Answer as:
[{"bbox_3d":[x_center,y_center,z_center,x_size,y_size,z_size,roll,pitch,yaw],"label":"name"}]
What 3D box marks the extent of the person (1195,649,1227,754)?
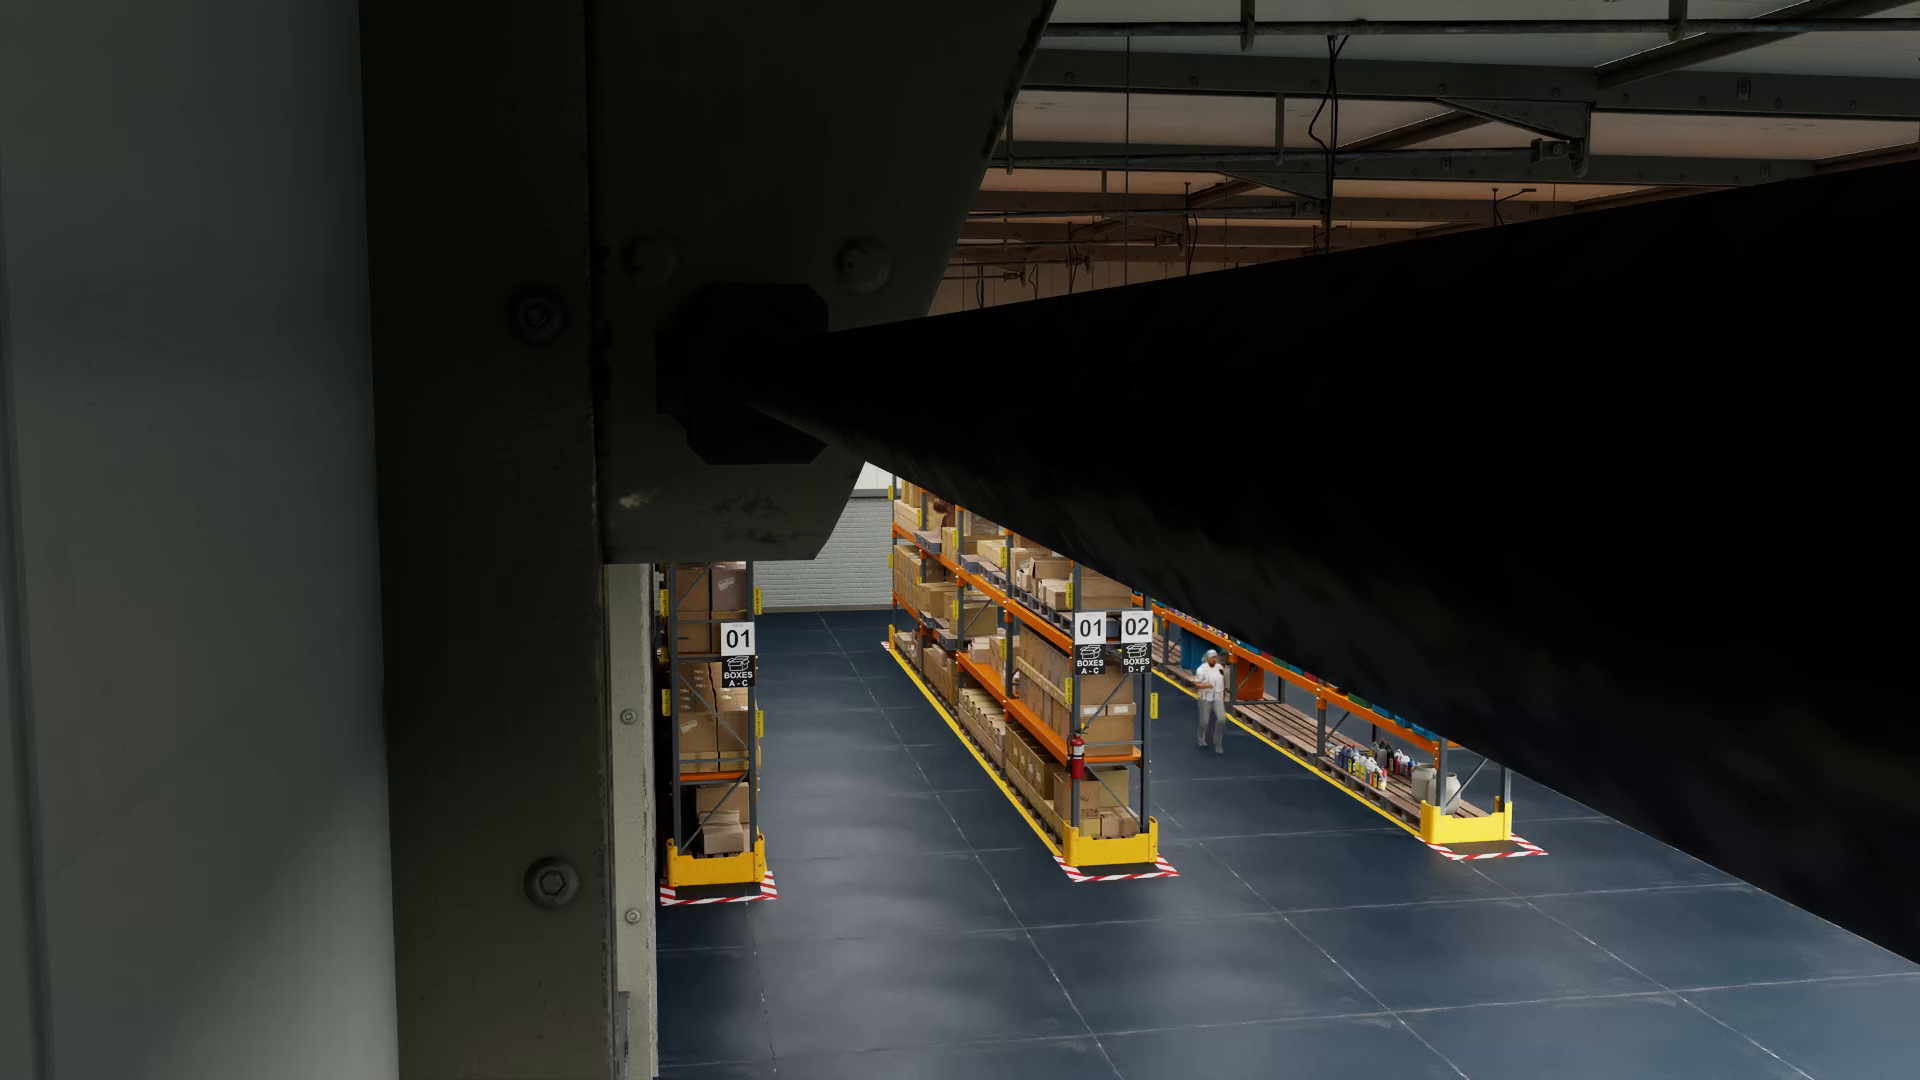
[{"bbox_3d":[4.069,2.609,26.939,0.554,1.705,0.759,-1,6,-8],"label":"person"}]
